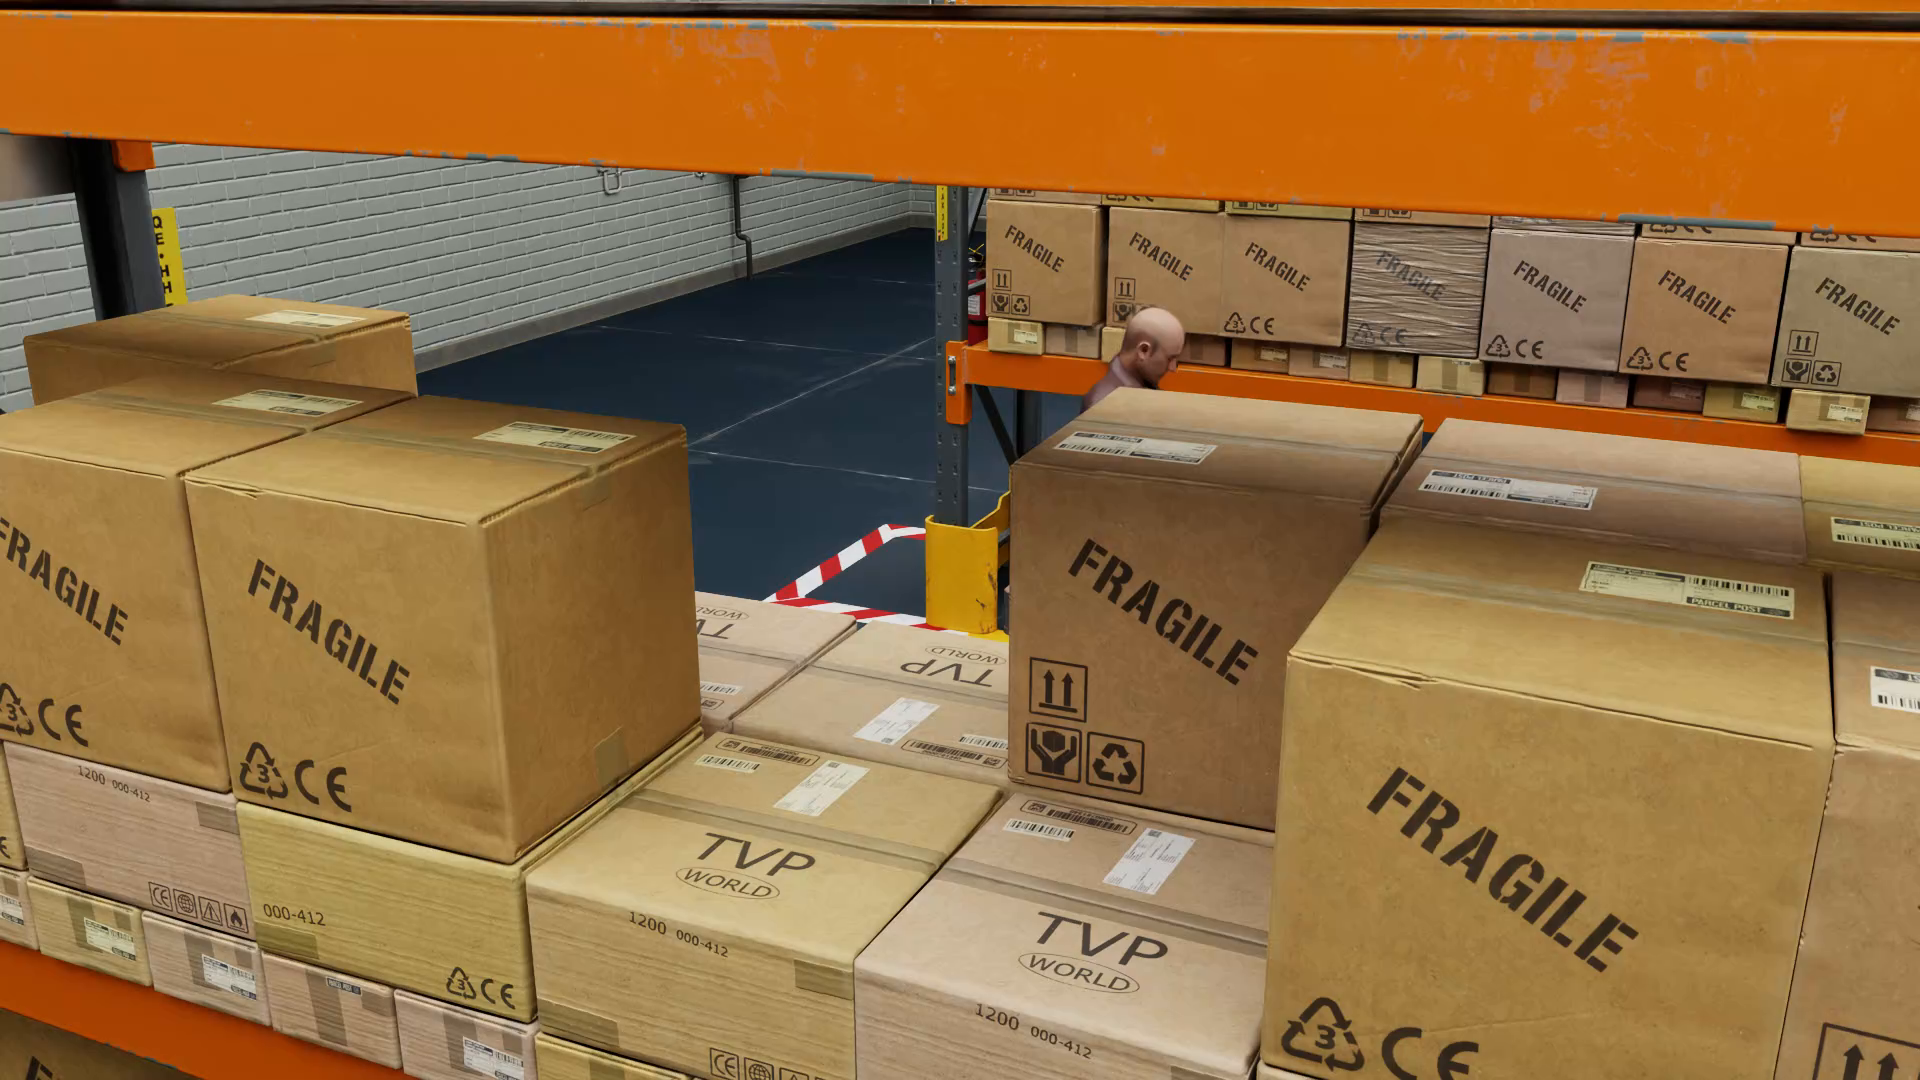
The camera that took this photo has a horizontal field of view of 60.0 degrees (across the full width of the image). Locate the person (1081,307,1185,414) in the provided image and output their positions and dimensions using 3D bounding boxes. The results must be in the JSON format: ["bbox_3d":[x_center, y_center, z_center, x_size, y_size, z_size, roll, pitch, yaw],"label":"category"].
[{"bbox_3d":[0.636,0.015,6.111,0.394,1.746,0.579,7,20,19],"label":"person"}]
